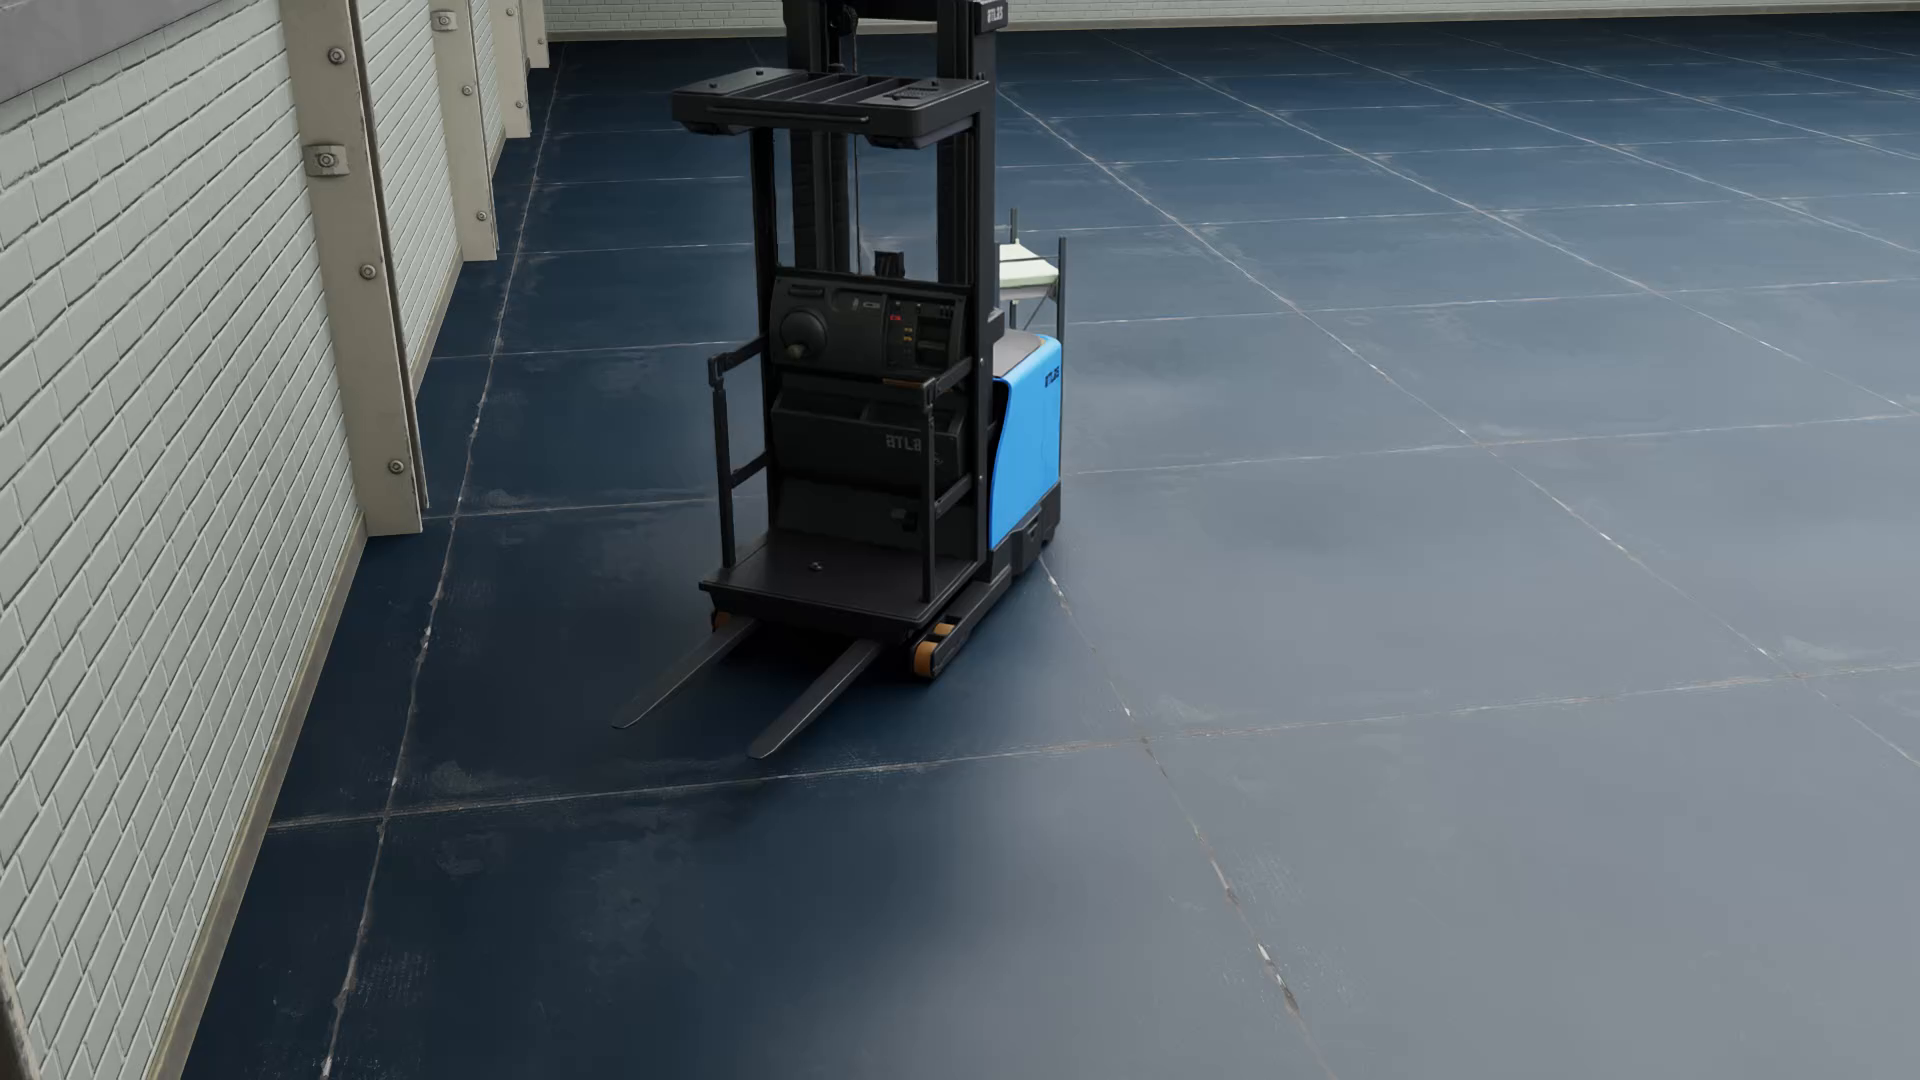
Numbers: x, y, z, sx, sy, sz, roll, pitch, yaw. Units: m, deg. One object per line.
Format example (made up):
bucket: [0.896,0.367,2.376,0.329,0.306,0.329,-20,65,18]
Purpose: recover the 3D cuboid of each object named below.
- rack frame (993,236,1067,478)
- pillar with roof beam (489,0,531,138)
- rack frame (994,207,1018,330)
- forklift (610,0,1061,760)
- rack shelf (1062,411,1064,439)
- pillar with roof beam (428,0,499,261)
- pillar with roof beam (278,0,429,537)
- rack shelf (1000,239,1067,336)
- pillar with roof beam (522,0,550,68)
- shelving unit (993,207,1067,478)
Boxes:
rack frame: [0.359,-0.857,8.838,0.400,1.500,0.023,-8,25,-17]
pillar with roof beam: [-1.040,-9.268,18.727,9.100,9.000,0.400,-4,24,-10]
rack frame: [0.129,-1.135,9.475,0.400,1.500,0.023,-8,25,-17]
forklift: [-0.495,-0.921,7.197,1.130,2.935,3.031,9,25,20]
rack shelf: [0.244,-0.697,9.287,0.431,0.370,0.720,-8,25,-17]
pillar with roof beam: [0.070,-6.908,13.324,9.100,9.000,0.400,-4,24,-10]
pillar with roof beam: [1.179,-4.548,7.920,9.100,9.000,0.400,-4,24,-10]
rack shelf: [0.244,-1.354,9.000,0.431,0.370,0.720,-8,25,-17]
pillar with roof beam: [-2.149,-11.628,24.131,9.100,9.000,0.400,-4,24,-10]
shelving unit: [0.244,-0.996,9.157,0.431,1.500,0.755,-8,25,-17]
